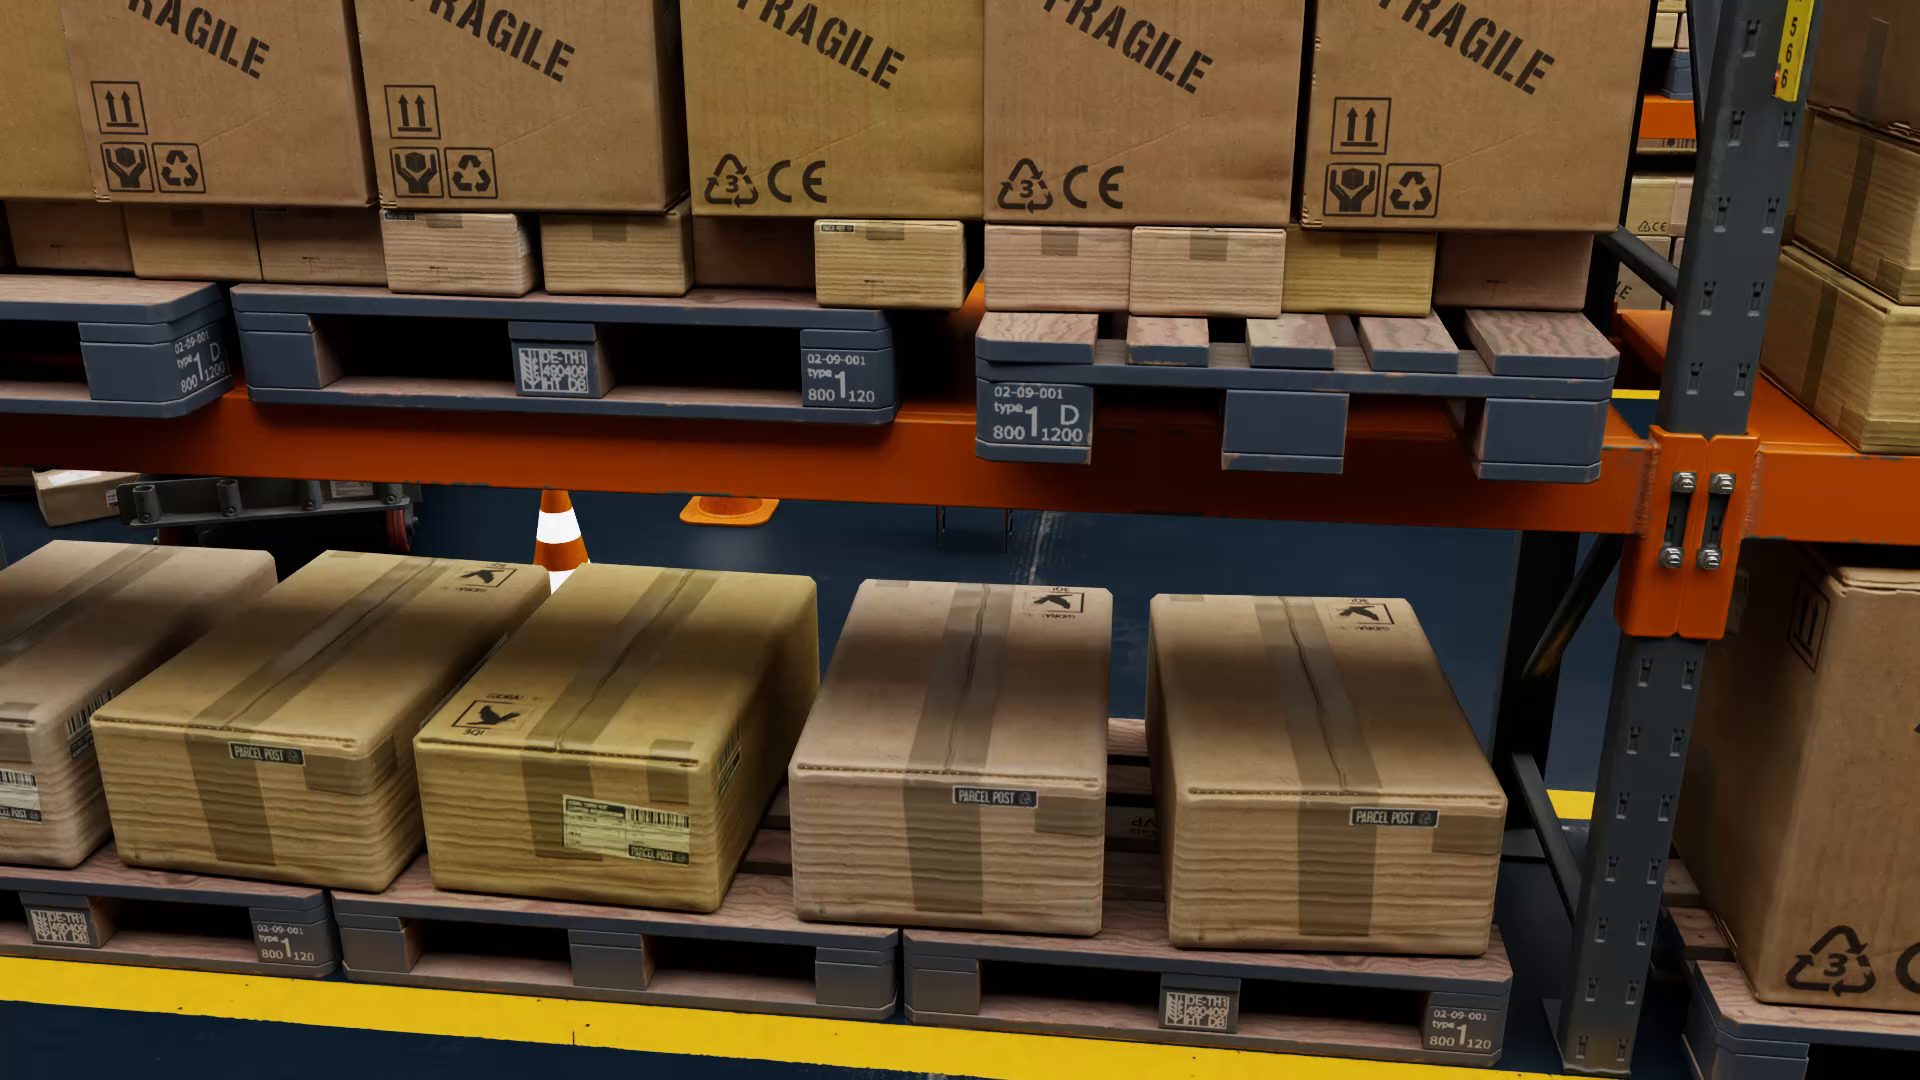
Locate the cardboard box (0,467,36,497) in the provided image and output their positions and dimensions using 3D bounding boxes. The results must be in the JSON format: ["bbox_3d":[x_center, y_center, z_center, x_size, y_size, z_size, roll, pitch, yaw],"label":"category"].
[{"bbox_3d":[-3.661,-0.581,6.541,0.503,0.637,0.797,2,22,6],"label":"cardboard box"}]

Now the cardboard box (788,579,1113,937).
[{"bbox_3d":[0.017,0.448,3.730,0.625,0.372,0.950,2,22,5],"label":"cardboard box"}]

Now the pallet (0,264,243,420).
[{"bbox_3d":[-1.919,-0.520,3.435,1.213,0.211,1.003,2,22,6],"label":"pallet"}]

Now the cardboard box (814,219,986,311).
[{"bbox_3d":[-0.096,-0.529,2.969,0.250,0.149,0.380,3,22,7],"label":"cardboard box"}]

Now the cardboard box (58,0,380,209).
[{"bbox_3d":[-1.242,-0.902,3.030,0.500,0.500,0.500,2,22,6],"label":"cardboard box"}]

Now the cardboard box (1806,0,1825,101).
[{"bbox_3d":[1.855,-1.107,3.163,0.500,0.500,0.500,2,22,5],"label":"cardboard box"}]

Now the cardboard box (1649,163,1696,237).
[{"bbox_3d":[3.443,-1.549,7.587,0.500,0.250,0.500,3,22,7],"label":"cardboard box"}]

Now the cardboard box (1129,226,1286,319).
[{"bbox_3d":[0.428,-0.508,2.916,0.250,0.149,0.380,2,22,6],"label":"cardboard box"}]

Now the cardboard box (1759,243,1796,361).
[{"bbox_3d":[1.844,-0.525,3.392,0.500,0.250,0.500,2,22,4],"label":"cardboard box"}]

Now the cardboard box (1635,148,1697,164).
[{"bbox_3d":[3.509,-1.736,8.059,0.500,0.250,0.500,3,22,8],"label":"cardboard box"}]

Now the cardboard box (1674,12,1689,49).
[{"bbox_3d":[3.281,-2.274,7.383,0.250,0.149,0.380,3,22,8],"label":"cardboard box"}]

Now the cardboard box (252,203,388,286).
[{"bbox_3d":[-1.116,-0.598,3.143,0.250,0.149,0.380,3,22,7],"label":"cardboard box"}]

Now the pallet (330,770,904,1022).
[{"bbox_3d":[-0.673,0.687,3.916,1.213,0.211,1.003,2,22,6],"label":"pallet"}]

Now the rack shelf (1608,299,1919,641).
[{"bbox_3d":[3.297,-0.101,3.094,4.000,0.370,1.077,2,22,6],"label":"rack shelf"}]

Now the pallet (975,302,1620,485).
[{"bbox_3d":[0.591,-0.425,3.195,1.003,0.211,1.213,2,22,6],"label":"pallet"}]

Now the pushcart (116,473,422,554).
[{"bbox_3d":[-2.442,-0.310,6.211,0.936,0.377,1.648,-5,22,-12],"label":"pushcart"}]

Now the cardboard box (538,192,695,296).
[{"bbox_3d":[-0.590,-0.567,3.064,0.250,0.149,0.380,2,22,5],"label":"cardboard box"}]

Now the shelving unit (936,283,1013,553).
[{"bbox_3d":[0.053,-0.486,5.741,0.252,1.050,0.215,2,22,6],"label":"shelving unit"}]

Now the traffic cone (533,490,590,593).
[{"bbox_3d":[-1.265,0.027,5.241,0.334,0.463,0.336,2,22,6],"label":"traffic cone"}]

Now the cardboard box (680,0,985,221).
[{"bbox_3d":[-0.189,-0.860,2.923,0.500,0.500,0.500,1,22,3],"label":"cardboard box"}]

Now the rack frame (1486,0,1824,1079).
[{"bbox_3d":[1.311,-0.522,3.180,0.127,3.000,1.000,2,22,6],"label":"rack frame"}]

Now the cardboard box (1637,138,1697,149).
[{"bbox_3d":[4.924,-3.233,12.356,0.875,0.875,1.225,2,22,4],"label":"cardboard box"}]

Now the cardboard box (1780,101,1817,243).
[{"bbox_3d":[1.822,-0.756,3.297,0.500,0.250,0.500,2,22,6],"label":"cardboard box"}]

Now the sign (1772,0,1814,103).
[{"bbox_3d":[1.257,-0.825,2.480,0.005,0.325,0.100,2,22,6],"label":"sign"}]

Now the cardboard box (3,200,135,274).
[{"bbox_3d":[-1.612,-0.636,3.239,0.250,0.149,0.380,4,22,10],"label":"cardboard box"}]

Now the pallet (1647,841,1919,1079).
[{"bbox_3d":[2.085,0.836,3.537,1.213,0.211,1.003,2,22,6],"label":"pallet"}]

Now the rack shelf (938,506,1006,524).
[{"bbox_3d":[0.053,-0.218,5.847,0.240,0.259,0.215,2,22,6],"label":"rack shelf"}]

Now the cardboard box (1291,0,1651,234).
[{"bbox_3d":[0.827,-0.820,2.823,0.500,0.500,0.500,2,22,5],"label":"cardboard box"}]

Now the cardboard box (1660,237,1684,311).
[{"bbox_3d":[3.476,-1.202,7.728,0.500,0.500,0.500,2,22,5],"label":"cardboard box"}]

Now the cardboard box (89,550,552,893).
[{"bbox_3d":[-1.426,0.383,3.893,0.625,0.372,0.950,4,22,10],"label":"cardboard box"}]

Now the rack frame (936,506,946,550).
[{"bbox_3d":[-0.068,-0.491,5.754,0.008,1.050,0.200,2,22,6],"label":"rack frame"}]

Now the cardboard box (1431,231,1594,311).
[{"bbox_3d":[0.958,-0.529,2.968,0.250,0.149,0.380,3,22,8],"label":"cardboard box"}]

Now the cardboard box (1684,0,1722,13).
[{"bbox_3d":[3.282,-2.413,7.329,0.250,0.149,0.380,3,22,6],"label":"cardboard box"}]

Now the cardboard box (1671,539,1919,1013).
[{"bbox_3d":[1.987,0.331,3.341,0.875,0.875,0.875,2,22,6],"label":"cardboard box"}]
